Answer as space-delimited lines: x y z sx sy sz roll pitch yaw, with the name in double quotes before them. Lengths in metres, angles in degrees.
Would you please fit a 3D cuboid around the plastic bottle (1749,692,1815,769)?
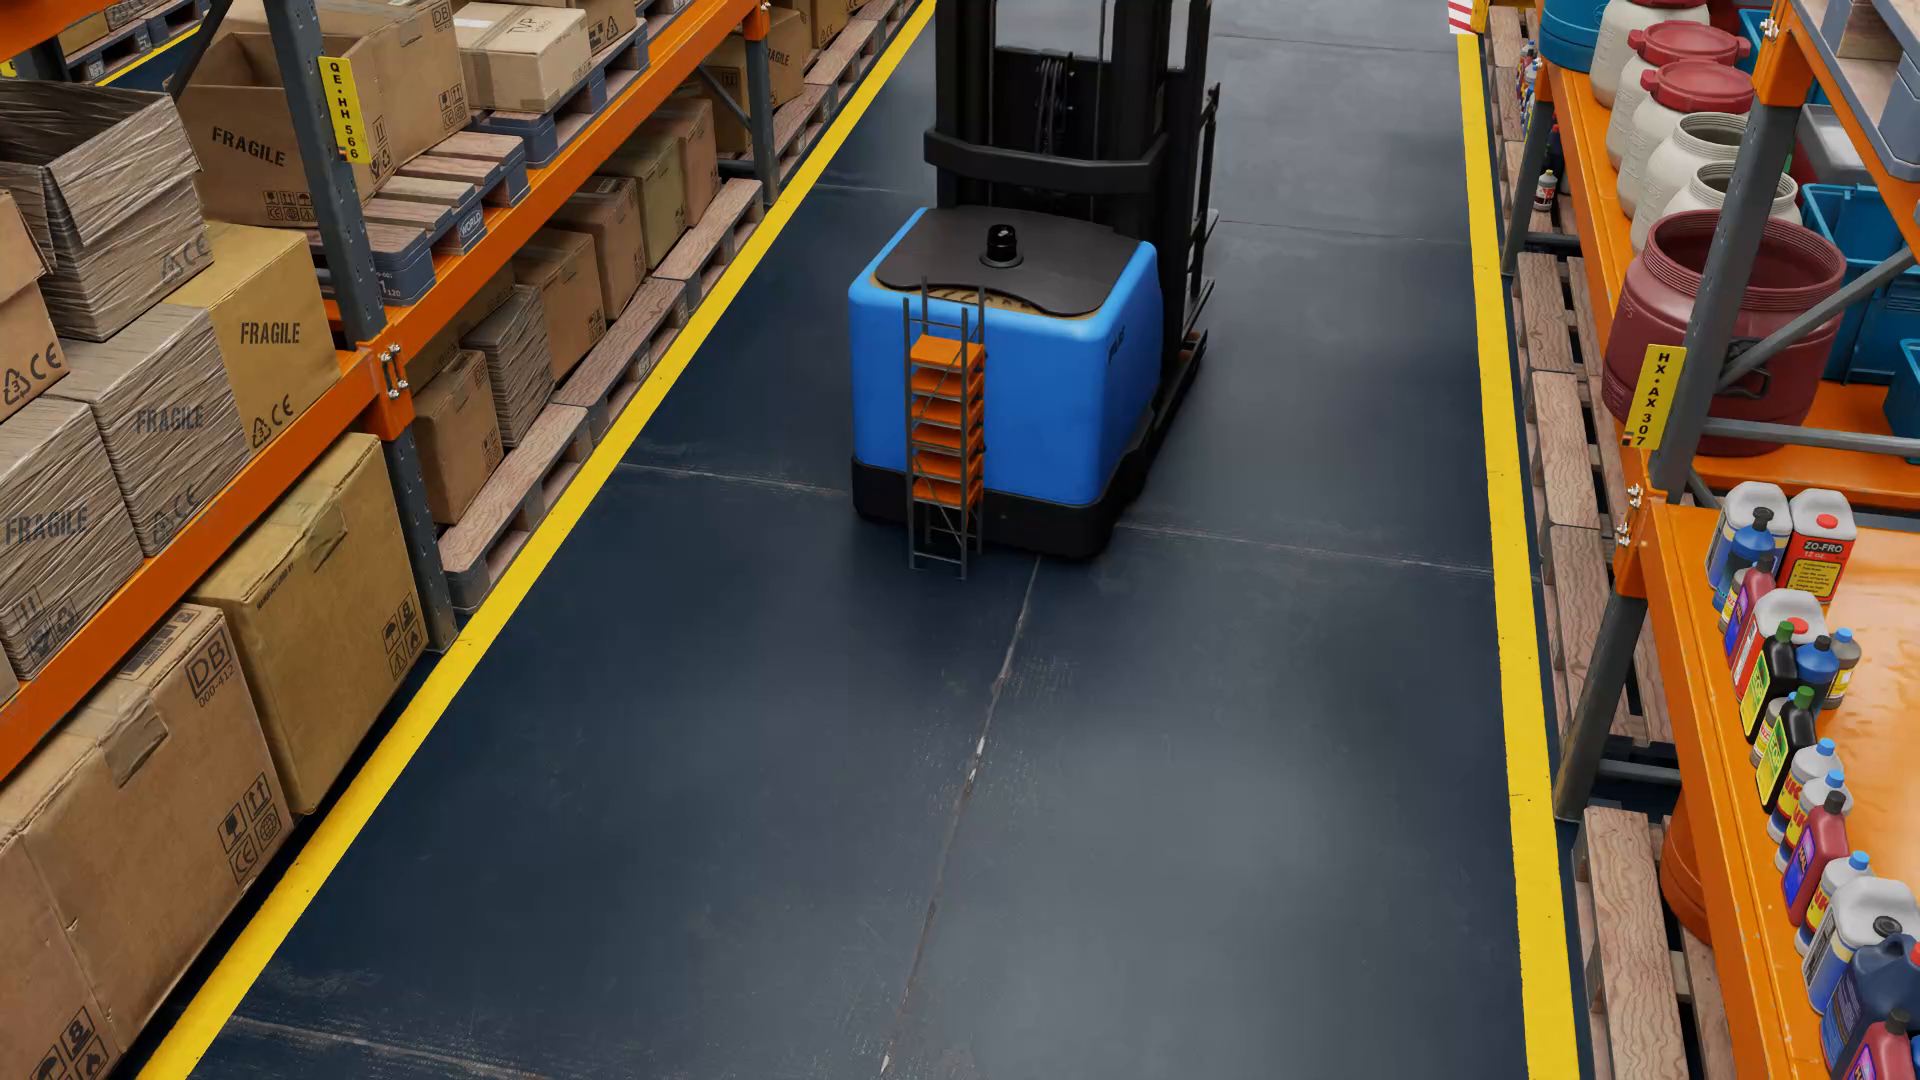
"plastic bottle" 1.868 0.431 3.768 0.097 0.201 0.097 0 36 0

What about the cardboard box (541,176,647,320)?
"cardboard box" -1.921 -1.400 7.881 0.700 0.500 0.500 4 36 6

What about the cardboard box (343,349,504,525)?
"cardboard box" -2.260 -0.435 6.549 0.700 0.500 0.500 5 36 8

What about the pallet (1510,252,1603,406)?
"pallet" 3.180 -0.971 7.909 1.003 0.211 1.213 7 37 10

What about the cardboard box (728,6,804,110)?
"cardboard box" -1.290 -2.887 9.950 0.500 0.500 0.500 19 40 24

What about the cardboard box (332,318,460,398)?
"cardboard box" -2.270 -0.740 6.331 0.500 0.250 0.500 9 37 12

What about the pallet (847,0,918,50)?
"pallet" -0.899 -3.835 11.861 1.003 0.211 1.213 7 37 10

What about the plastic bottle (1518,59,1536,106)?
"plastic bottle" 3.399 -2.725 9.903 0.097 0.271 0.097 0 36 0

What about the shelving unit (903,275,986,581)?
"shelving unit" -0.056 -0.400 6.279 0.258 1.200 0.189 12 38 16

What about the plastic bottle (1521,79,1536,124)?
"plastic bottle" 3.334 -2.551 9.664 0.097 0.271 0.097 0 36 0

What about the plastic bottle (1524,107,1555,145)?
"plastic bottle" 3.276 -2.361 9.334 0.144 0.351 0.185 7 37 10

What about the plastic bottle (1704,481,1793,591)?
"plastic bottle" 2.047 -0.004 4.305 0.152 0.276 0.135 7 37 10

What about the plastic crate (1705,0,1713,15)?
"plastic crate" 3.546 -2.814 8.129 0.767 0.338 0.504 7 37 10

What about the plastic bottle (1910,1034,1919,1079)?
"plastic bottle" 1.719 0.970 2.966 0.097 0.271 0.097 0 36 0

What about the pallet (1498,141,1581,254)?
"pallet" 3.494 -1.806 9.061 1.003 0.211 1.213 7 37 10

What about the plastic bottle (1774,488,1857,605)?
"plastic bottle" 2.196 0.015 4.279 0.152 0.276 0.135 7 37 10

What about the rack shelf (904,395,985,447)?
"rack shelf" -0.056 -0.461 6.235 0.258 0.103 0.180 12 38 16

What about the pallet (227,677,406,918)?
"pallet" -2.625 0.689 5.619 1.003 0.211 1.213 7 37 10

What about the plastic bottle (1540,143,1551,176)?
"plastic bottle" 3.090 -1.950 8.825 0.061 0.283 0.133 9 37 12

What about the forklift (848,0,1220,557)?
"forklift" 0.534 -1.982 6.987 1.130 2.935 3.031 12 38 16

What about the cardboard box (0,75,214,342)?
"cardboard box" -2.555 -0.912 4.512 0.797 0.503 0.637 9 37 12

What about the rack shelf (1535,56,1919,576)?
"rack shelf" 2.882 -1.117 6.348 1.077 0.370 4.000 7 37 10

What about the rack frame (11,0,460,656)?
"rack frame" -2.383 -0.882 5.412 1.000 3.000 0.127 7 37 10

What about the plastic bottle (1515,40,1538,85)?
"plastic bottle" 3.472 -2.921 10.174 0.097 0.271 0.097 0 36 0

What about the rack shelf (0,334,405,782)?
"rack shelf" -2.811 0.555 4.041 1.077 0.370 4.000 7 37 10

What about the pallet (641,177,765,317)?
"pallet" -1.694 -1.600 8.778 1.003 0.211 1.213 7 37 10

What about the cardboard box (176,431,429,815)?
"cardboard box" -2.551 0.201 5.370 1.225 0.875 0.875 6 36 8

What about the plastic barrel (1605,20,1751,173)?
"plastic barrel" 2.734 -1.668 6.380 0.433 0.535 0.433 0 36 0

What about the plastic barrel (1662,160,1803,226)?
"plastic barrel" 2.466 -0.923 5.373 0.421 0.512 0.421 0 36 0

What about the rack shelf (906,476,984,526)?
"rack shelf" -0.056 -0.170 6.446 0.258 0.103 0.180 12 38 16

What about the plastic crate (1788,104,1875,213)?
"plastic crate" 3.099 -1.176 5.761 0.402 0.464 0.583 7 37 10

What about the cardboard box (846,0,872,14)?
"cardboard box" -0.919 -3.924 11.380 0.500 0.500 0.500 17 39 22

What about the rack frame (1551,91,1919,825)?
"rack frame" 2.455 -0.262 4.555 1.000 3.000 0.127 7 37 10

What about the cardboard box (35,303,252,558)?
"cardboard box" -2.359 -0.324 4.556 0.500 0.500 0.500 7 37 10

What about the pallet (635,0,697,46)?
"pallet" -1.834 -2.678 8.052 1.003 0.211 1.213 7 37 10

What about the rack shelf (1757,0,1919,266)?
"rack shelf" 2.028 -0.038 2.304 1.077 0.370 4.000 7 37 10

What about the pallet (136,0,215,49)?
"pallet" -5.856 -3.854 11.888 1.003 0.211 1.213 7 37 10

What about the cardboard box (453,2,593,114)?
"cardboard box" -1.801 -1.924 6.618 0.500 0.250 0.500 6 36 9

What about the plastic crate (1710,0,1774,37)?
"plastic crate" 3.505 -2.265 7.264 0.402 0.464 0.583 7 37 10

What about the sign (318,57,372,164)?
"sign" -1.841 -1.284 4.978 0.100 0.325 0.005 7 37 10

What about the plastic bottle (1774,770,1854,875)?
"plastic bottle" 1.798 0.591 3.488 0.097 0.271 0.097 0 36 0

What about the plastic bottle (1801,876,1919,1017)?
"plastic bottle" 1.751 0.791 3.208 0.152 0.276 0.135 7 37 10

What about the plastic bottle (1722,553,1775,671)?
"plastic bottle" 1.932 0.176 4.051 0.061 0.283 0.133 7 37 10

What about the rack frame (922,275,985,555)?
"rack frame" -0.026 -0.451 6.349 0.240 1.200 0.006 12 38 16
